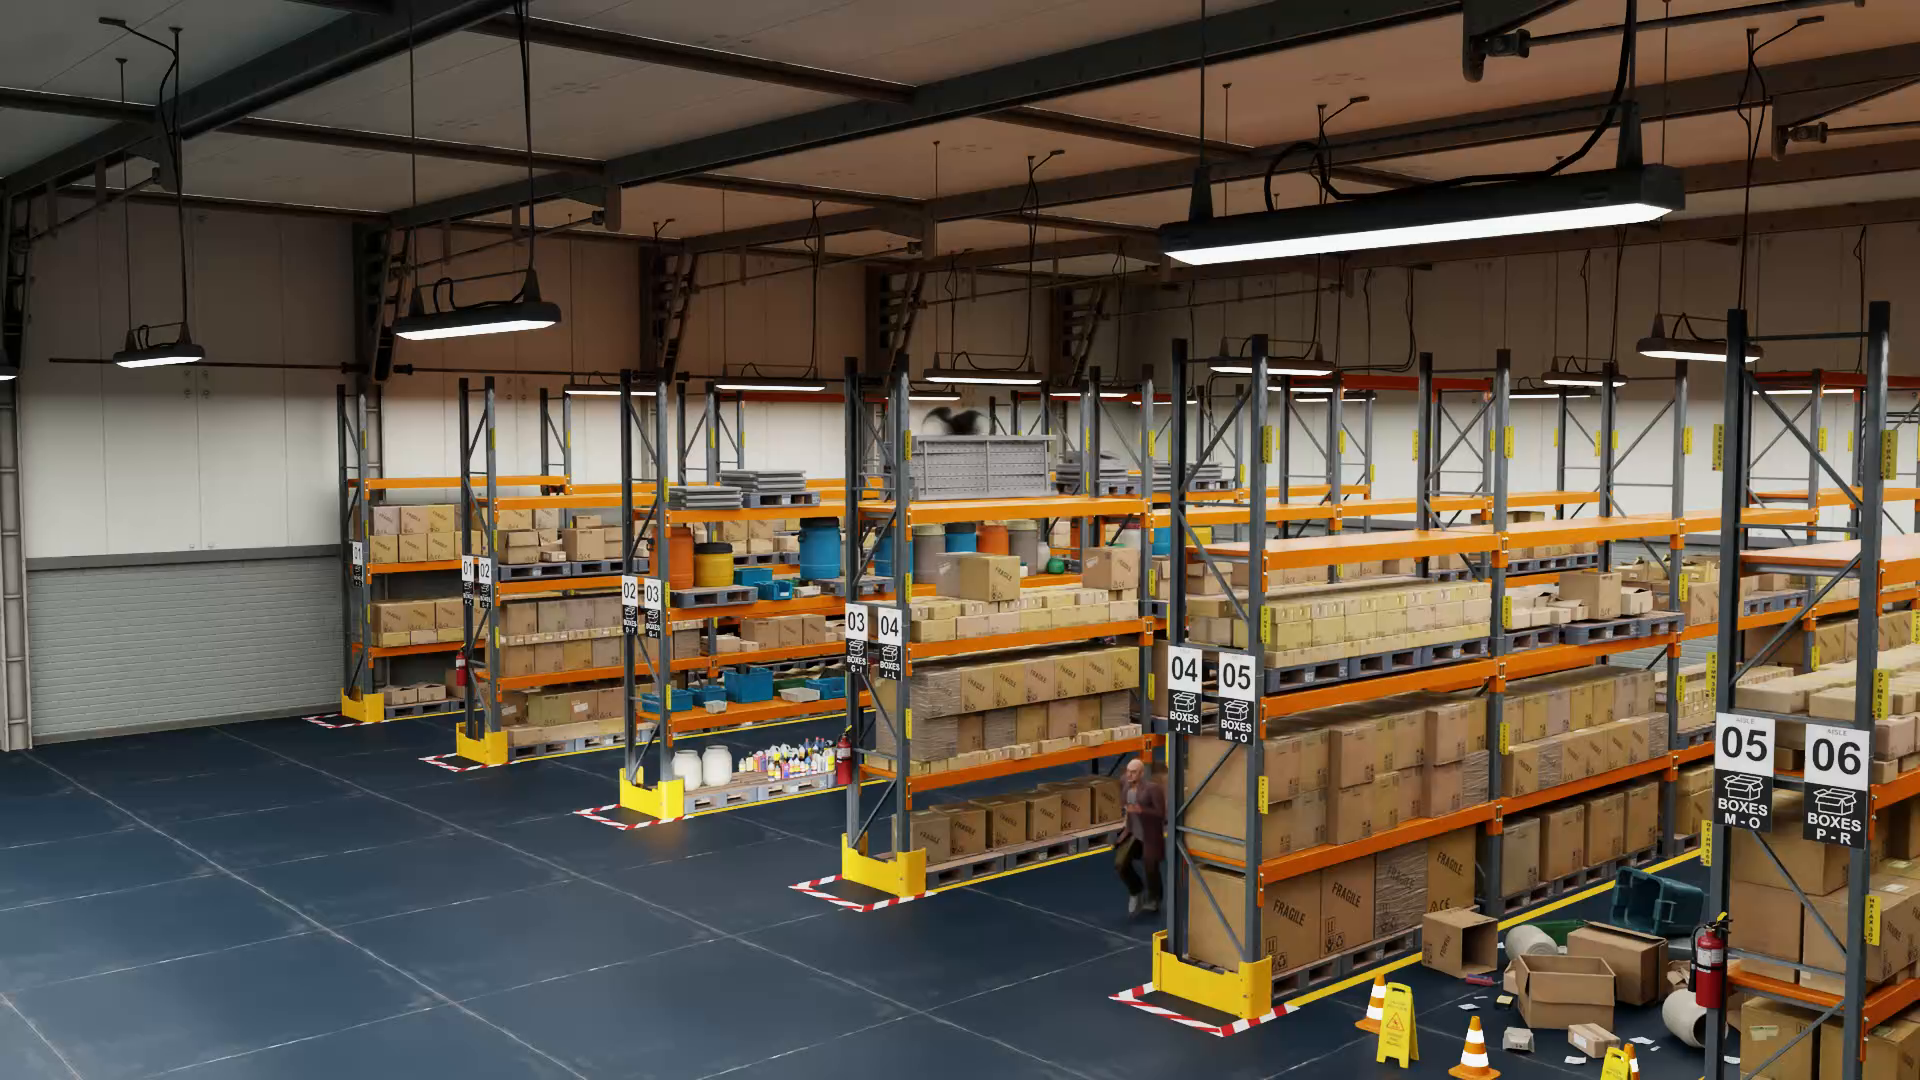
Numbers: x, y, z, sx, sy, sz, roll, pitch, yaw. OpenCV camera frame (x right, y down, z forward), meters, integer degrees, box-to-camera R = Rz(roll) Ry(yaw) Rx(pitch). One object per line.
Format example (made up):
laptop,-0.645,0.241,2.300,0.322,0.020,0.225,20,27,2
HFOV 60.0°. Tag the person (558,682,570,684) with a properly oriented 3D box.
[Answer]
person,-7.051,2.330,29.727,0.650,1.747,0.959,2,4,24

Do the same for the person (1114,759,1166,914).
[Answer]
person,1.914,3.134,17.590,0.690,1.706,0.955,2,4,32
